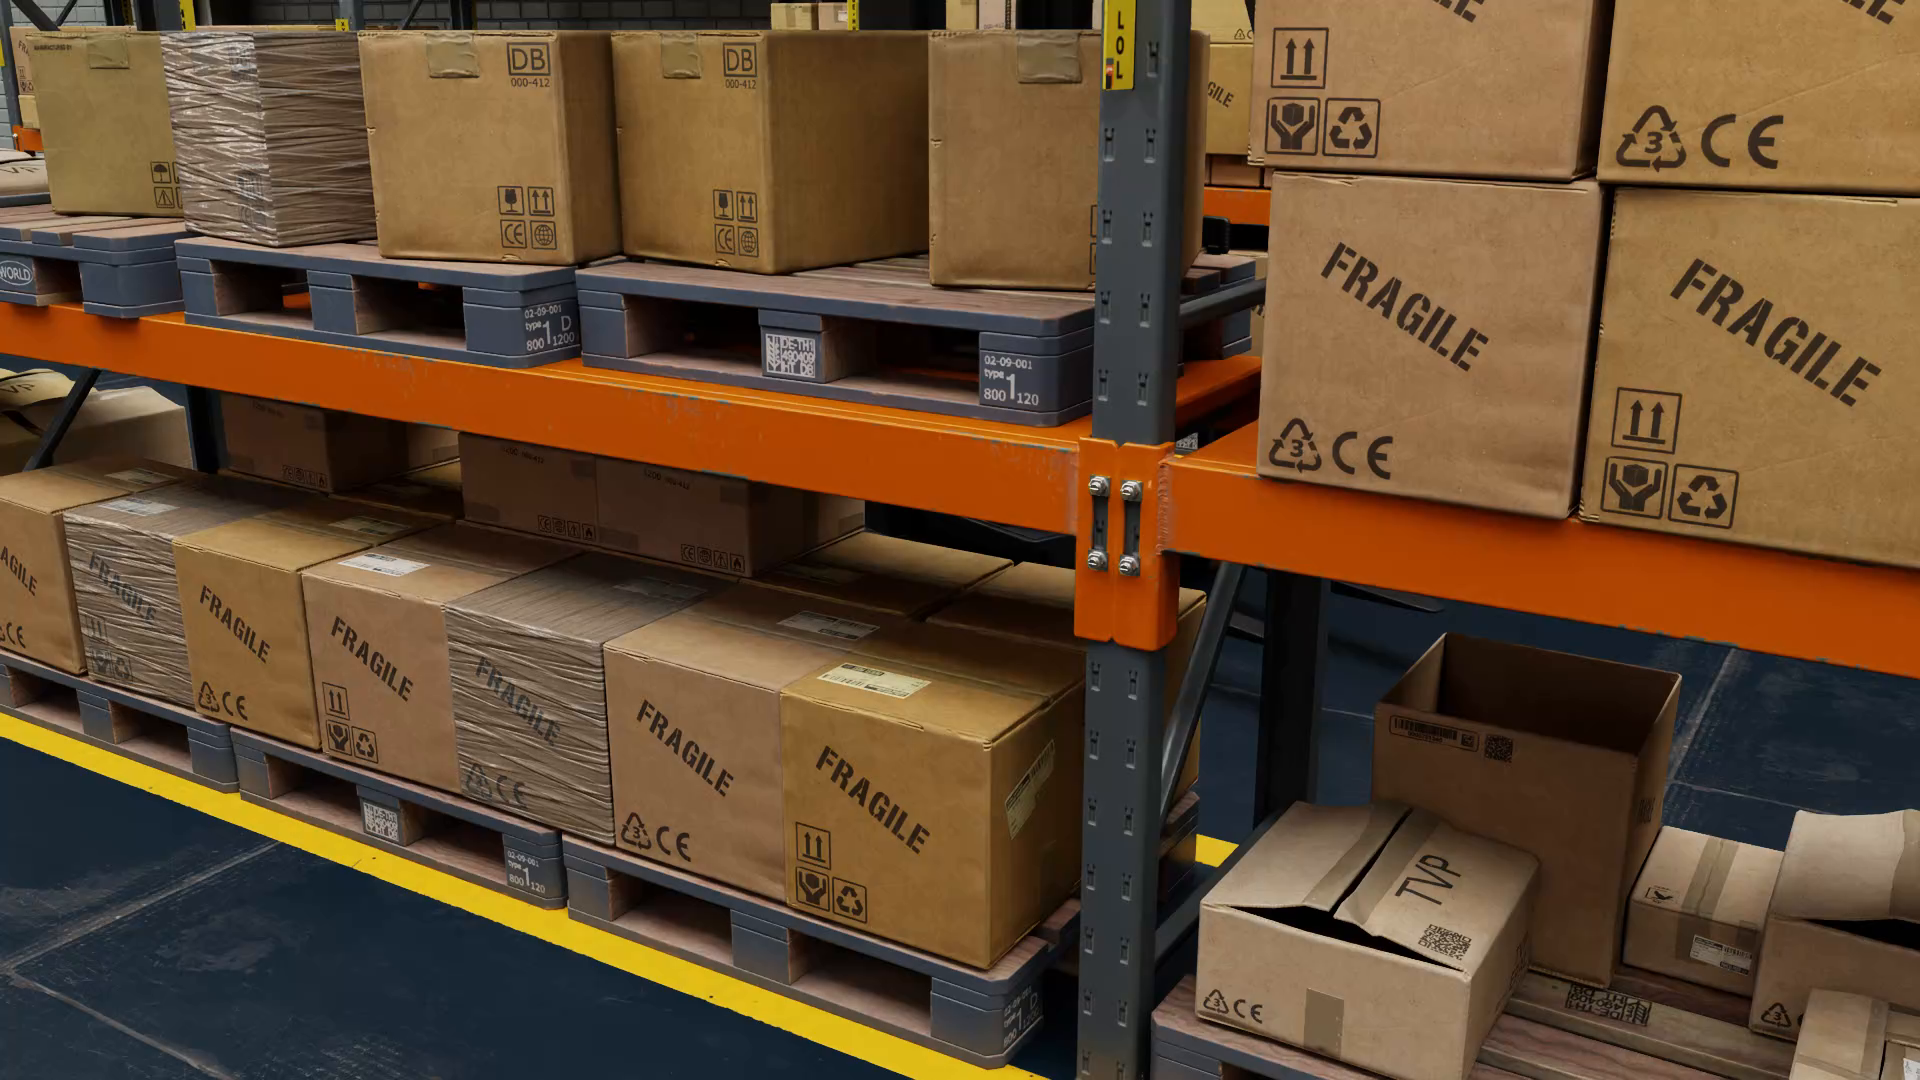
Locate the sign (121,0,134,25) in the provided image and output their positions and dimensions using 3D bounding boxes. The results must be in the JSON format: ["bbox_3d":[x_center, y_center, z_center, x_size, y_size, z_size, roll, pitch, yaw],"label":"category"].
[{"bbox_3d":[-6.788,-4.354,13.519,0.005,0.325,0.100,10,20,30],"label":"sign"}]

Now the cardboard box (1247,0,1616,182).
[{"bbox_3d":[0.795,-0.847,2.616,0.500,0.500,0.500,11,20,31],"label":"cardboard box"}]

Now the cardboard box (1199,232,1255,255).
[{"bbox_3d":[1.023,-1.191,8.617,0.750,0.750,0.750,10,20,30],"label":"cardboard box"}]

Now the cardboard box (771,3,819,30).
[{"bbox_3d":[-0.870,-2.957,9.409,0.250,0.149,0.380,7,18,21],"label":"cardboard box"}]

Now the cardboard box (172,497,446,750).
[{"bbox_3d":[-1.755,0.211,4.569,0.500,0.500,0.500,10,19,29],"label":"cardboard box"}]

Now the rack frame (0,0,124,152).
[{"bbox_3d":[-7.095,-3.515,13.291,0.127,3.000,1.000,10,20,30],"label":"rack frame"}]

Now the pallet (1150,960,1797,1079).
[{"bbox_3d":[1.126,0.977,3.302,1.213,0.211,1.003,10,20,30],"label":"pallet"}]

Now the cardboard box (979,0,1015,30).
[{"bbox_3d":[0.432,-2.642,8.409,0.500,0.250,0.500,10,19,29],"label":"cardboard box"}]

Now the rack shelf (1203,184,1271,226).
[{"bbox_3d":[1.426,-1.649,8.388,4.000,0.370,1.077,10,20,30],"label":"rack shelf"}]

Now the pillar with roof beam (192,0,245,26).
[{"bbox_3d":[-8.299,-5.427,9.263,0.400,9.000,9.100,10,20,30],"label":"pillar with roof beam"}]

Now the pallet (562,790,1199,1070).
[{"bbox_3d":[-0.172,0.758,4.023,1.213,0.211,1.003,10,20,30],"label":"pallet"}]

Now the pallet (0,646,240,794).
[{"bbox_3d":[-2.251,0.387,5.244,1.213,0.211,1.003,10,20,30],"label":"pallet"}]

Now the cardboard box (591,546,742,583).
[{"bbox_3d":[-0.626,0.233,4.496,0.500,0.500,0.500,10,20,31],"label":"cardboard box"}]

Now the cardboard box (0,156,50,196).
[{"bbox_3d":[-3.155,-1.094,5.475,0.500,0.311,0.500,12,20,33],"label":"cardboard box"}]

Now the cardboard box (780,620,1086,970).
[{"bbox_3d":[-0.030,0.520,3.554,0.500,0.500,0.500,10,20,30],"label":"cardboard box"}]

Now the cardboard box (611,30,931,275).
[{"bbox_3d":[-0.365,-0.927,3.878,0.500,0.500,0.700,14,22,39],"label":"cardboard box"}]

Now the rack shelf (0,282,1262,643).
[{"bbox_3d":[-1.163,-0.422,4.347,4.000,0.370,1.077,10,20,30],"label":"rack shelf"}]

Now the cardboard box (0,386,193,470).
[{"bbox_3d":[-3.160,-0.376,6.003,0.500,0.311,0.500,11,20,32],"label":"cardboard box"}]

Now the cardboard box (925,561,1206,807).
[{"bbox_3d":[0.256,0.390,3.981,0.500,0.500,0.500,9,19,28],"label":"cardboard box"}]

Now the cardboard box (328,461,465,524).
[{"bbox_3d":[-1.507,0.078,5.007,0.500,0.500,0.500,9,19,28],"label":"cardboard box"}]

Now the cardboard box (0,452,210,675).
[{"bbox_3d":[-2.629,0.055,5.082,0.500,0.500,0.500,11,20,32],"label":"cardboard box"}]

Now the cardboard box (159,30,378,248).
[{"bbox_3d":[-1.593,-1.065,4.331,0.500,0.500,0.700,15,22,40],"label":"cardboard box"}]

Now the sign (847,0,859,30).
[{"bbox_3d":[-0.554,-2.678,8.681,0.005,0.325,0.100,10,20,30],"label":"sign"}]

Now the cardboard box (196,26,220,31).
[{"bbox_3d":[-5.103,-3.352,11.688,0.500,0.500,0.500,9,19,28],"label":"cardboard box"}]

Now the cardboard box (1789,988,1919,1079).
[{"bbox_3d":[1.528,0.930,2.777,0.250,0.166,0.380,10,20,30],"label":"cardboard box"}]

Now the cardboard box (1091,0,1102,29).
[{"bbox_3d":[0.860,-2.567,8.162,0.500,0.250,0.500,10,20,30],"label":"cardboard box"}]

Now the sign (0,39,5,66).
[{"bbox_3d":[-7.379,-3.794,12.722,0.005,0.325,0.100,10,20,30],"label":"sign"}]

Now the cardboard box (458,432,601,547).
[{"bbox_3d":[-1.024,-0.197,4.624,0.500,0.250,0.500,10,19,29],"label":"cardboard box"}]

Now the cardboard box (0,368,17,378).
[{"bbox_3d":[-4.046,-0.532,6.516,0.500,0.311,0.500,10,19,29],"label":"cardboard box"}]

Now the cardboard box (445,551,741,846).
[{"bbox_3d":[-0.874,0.366,4.060,0.500,0.500,0.500,10,20,31],"label":"cardboard box"}]

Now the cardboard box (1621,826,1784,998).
[{"bbox_3d":[1.526,0.750,3.398,0.250,0.149,0.380,10,20,30],"label":"cardboard box"}]

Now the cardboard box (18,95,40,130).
[{"bbox_3d":[-6.846,-3.300,12.806,0.500,0.250,0.500,9,19,28],"label":"cardboard box"}]

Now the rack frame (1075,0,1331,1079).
[{"bbox_3d":[0.541,-0.462,3.241,0.127,3.000,1.000,10,20,30],"label":"rack frame"}]

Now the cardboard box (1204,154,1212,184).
[{"bbox_3d":[1.194,-1.849,8.205,0.250,0.149,0.380,10,20,30],"label":"cardboard box"}]

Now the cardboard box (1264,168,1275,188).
[{"bbox_3d":[1.634,-1.764,7.926,0.250,0.149,0.380,10,19,29],"label":"cardboard box"}]

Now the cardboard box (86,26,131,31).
[{"bbox_3d":[-5.993,-3.506,12.197,0.500,0.500,0.500,9,19,28],"label":"cardboard box"}]

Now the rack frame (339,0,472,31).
[{"bbox_3d":[-3.687,-2.906,11.288,0.127,3.000,1.000,10,20,30],"label":"rack frame"}]

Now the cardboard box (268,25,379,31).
[{"bbox_3d":[-4.252,-3.198,11.182,0.500,0.500,0.500,10,20,30],"label":"cardboard box"}]

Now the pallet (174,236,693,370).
[{"bbox_3d":[-1.208,-0.684,4.302,1.213,0.211,1.003,10,20,30],"label":"pallet"}]

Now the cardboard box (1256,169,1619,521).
[{"bbox_3d":[0.833,-0.365,2.749,0.500,0.500,0.500,11,20,31],"label":"cardboard box"}]

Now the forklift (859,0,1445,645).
[{"bbox_3d":[0.385,-1.257,5.977,1.130,2.935,3.031,-13,21,-36],"label":"forklift"}]

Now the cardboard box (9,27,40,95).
[{"bbox_3d":[-6.846,-3.664,12.716,0.500,0.500,0.500,10,20,30],"label":"cardboard box"}]
